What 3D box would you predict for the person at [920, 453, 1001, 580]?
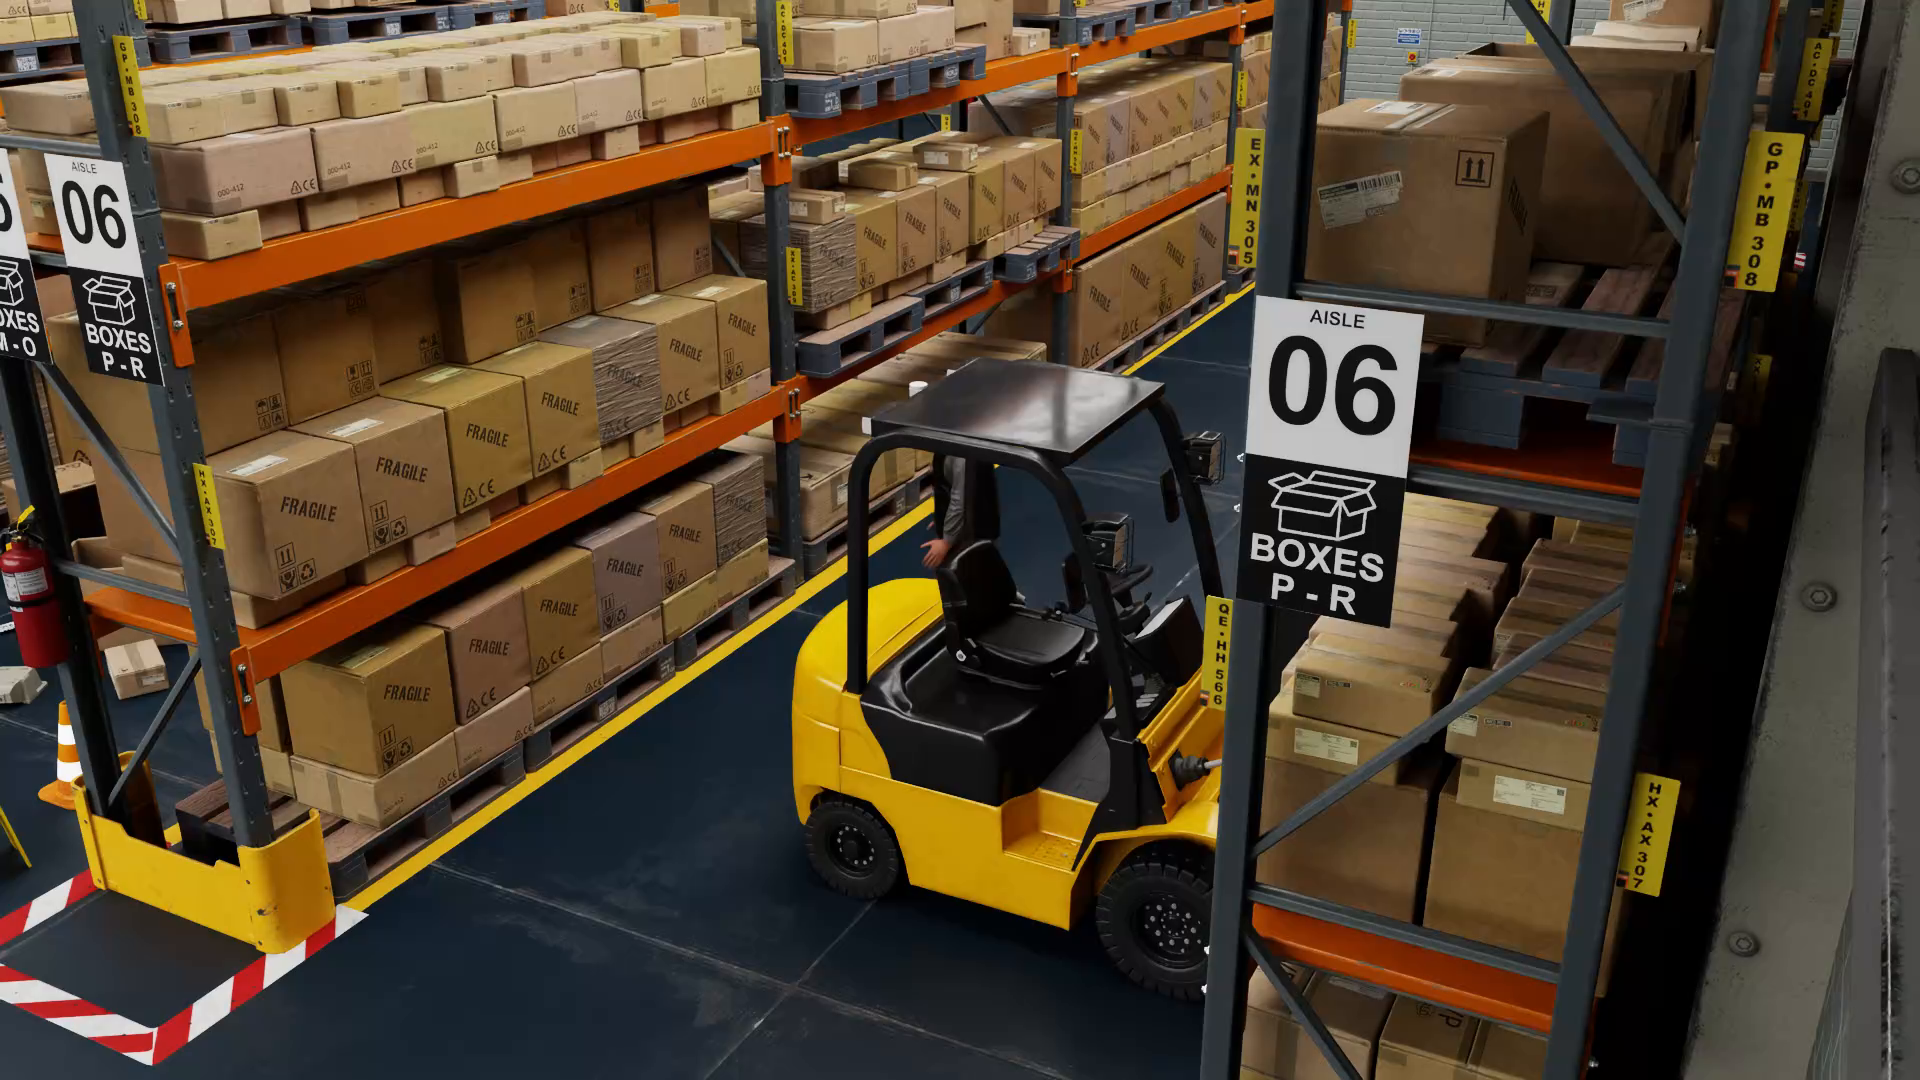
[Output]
[{"bbox_3d":[0.001,-0.020,8.742,0.423,1.678,0.556,0,23,-1],"label":"person"}]
